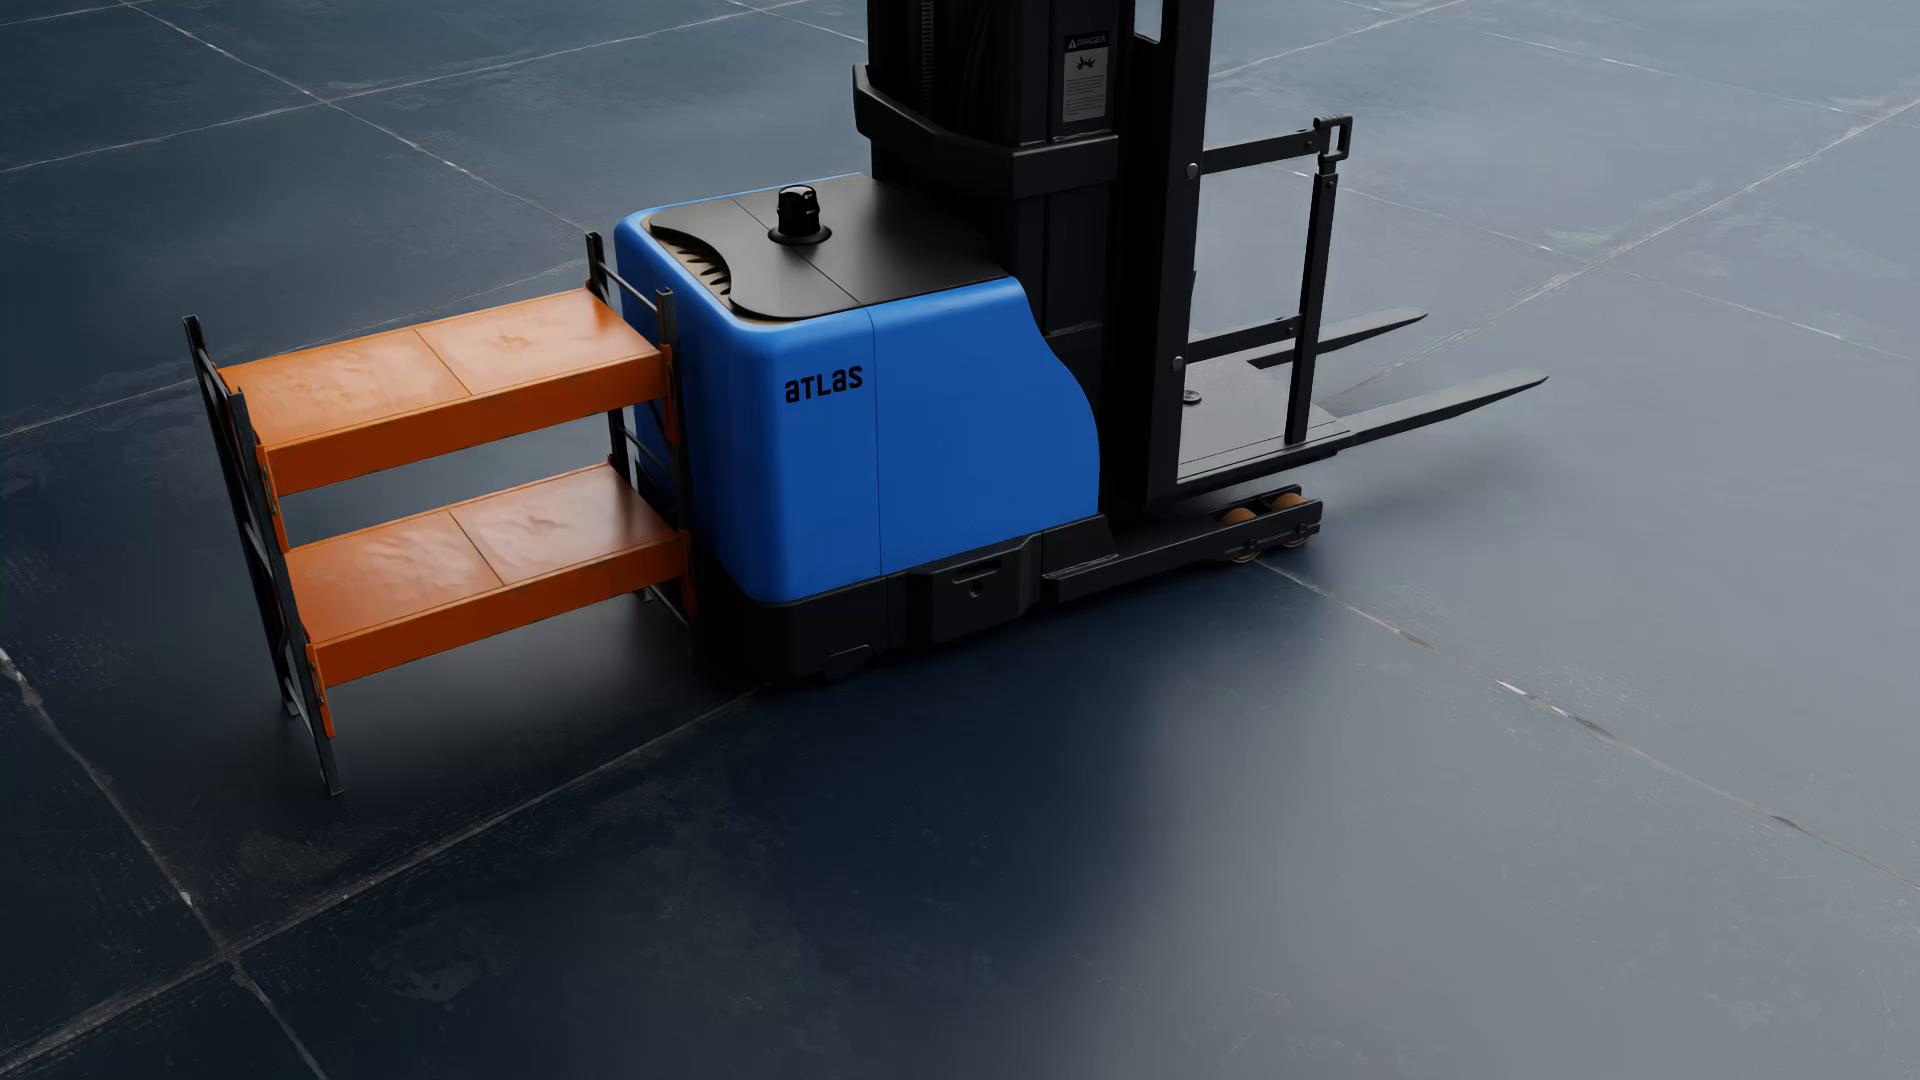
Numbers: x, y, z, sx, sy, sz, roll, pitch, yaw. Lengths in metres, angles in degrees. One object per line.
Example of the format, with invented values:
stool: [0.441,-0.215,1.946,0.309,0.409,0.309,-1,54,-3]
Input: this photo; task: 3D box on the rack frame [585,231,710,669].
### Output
rack frame: [-0.852,-0.234,4.554,0.032,1.125,0.500,-19,36,-28]

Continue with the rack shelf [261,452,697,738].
rack shelf: [-1.279,0.119,4.446,1.000,0.278,0.538,-19,36,-28]

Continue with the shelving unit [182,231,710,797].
shelving unit: [-1.279,-0.090,4.319,1.048,1.125,0.538,-19,36,-28]

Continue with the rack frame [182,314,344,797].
rack frame: [-1.707,0.054,4.084,0.032,1.125,0.500,-19,36,-28]

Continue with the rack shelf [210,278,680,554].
rack shelf: [-1.279,-0.340,4.166,1.000,0.278,0.538,-19,36,-28]

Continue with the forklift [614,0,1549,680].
forklift: [0.550,-1.406,4.739,3.031,2.935,1.130,-16,35,-24]
